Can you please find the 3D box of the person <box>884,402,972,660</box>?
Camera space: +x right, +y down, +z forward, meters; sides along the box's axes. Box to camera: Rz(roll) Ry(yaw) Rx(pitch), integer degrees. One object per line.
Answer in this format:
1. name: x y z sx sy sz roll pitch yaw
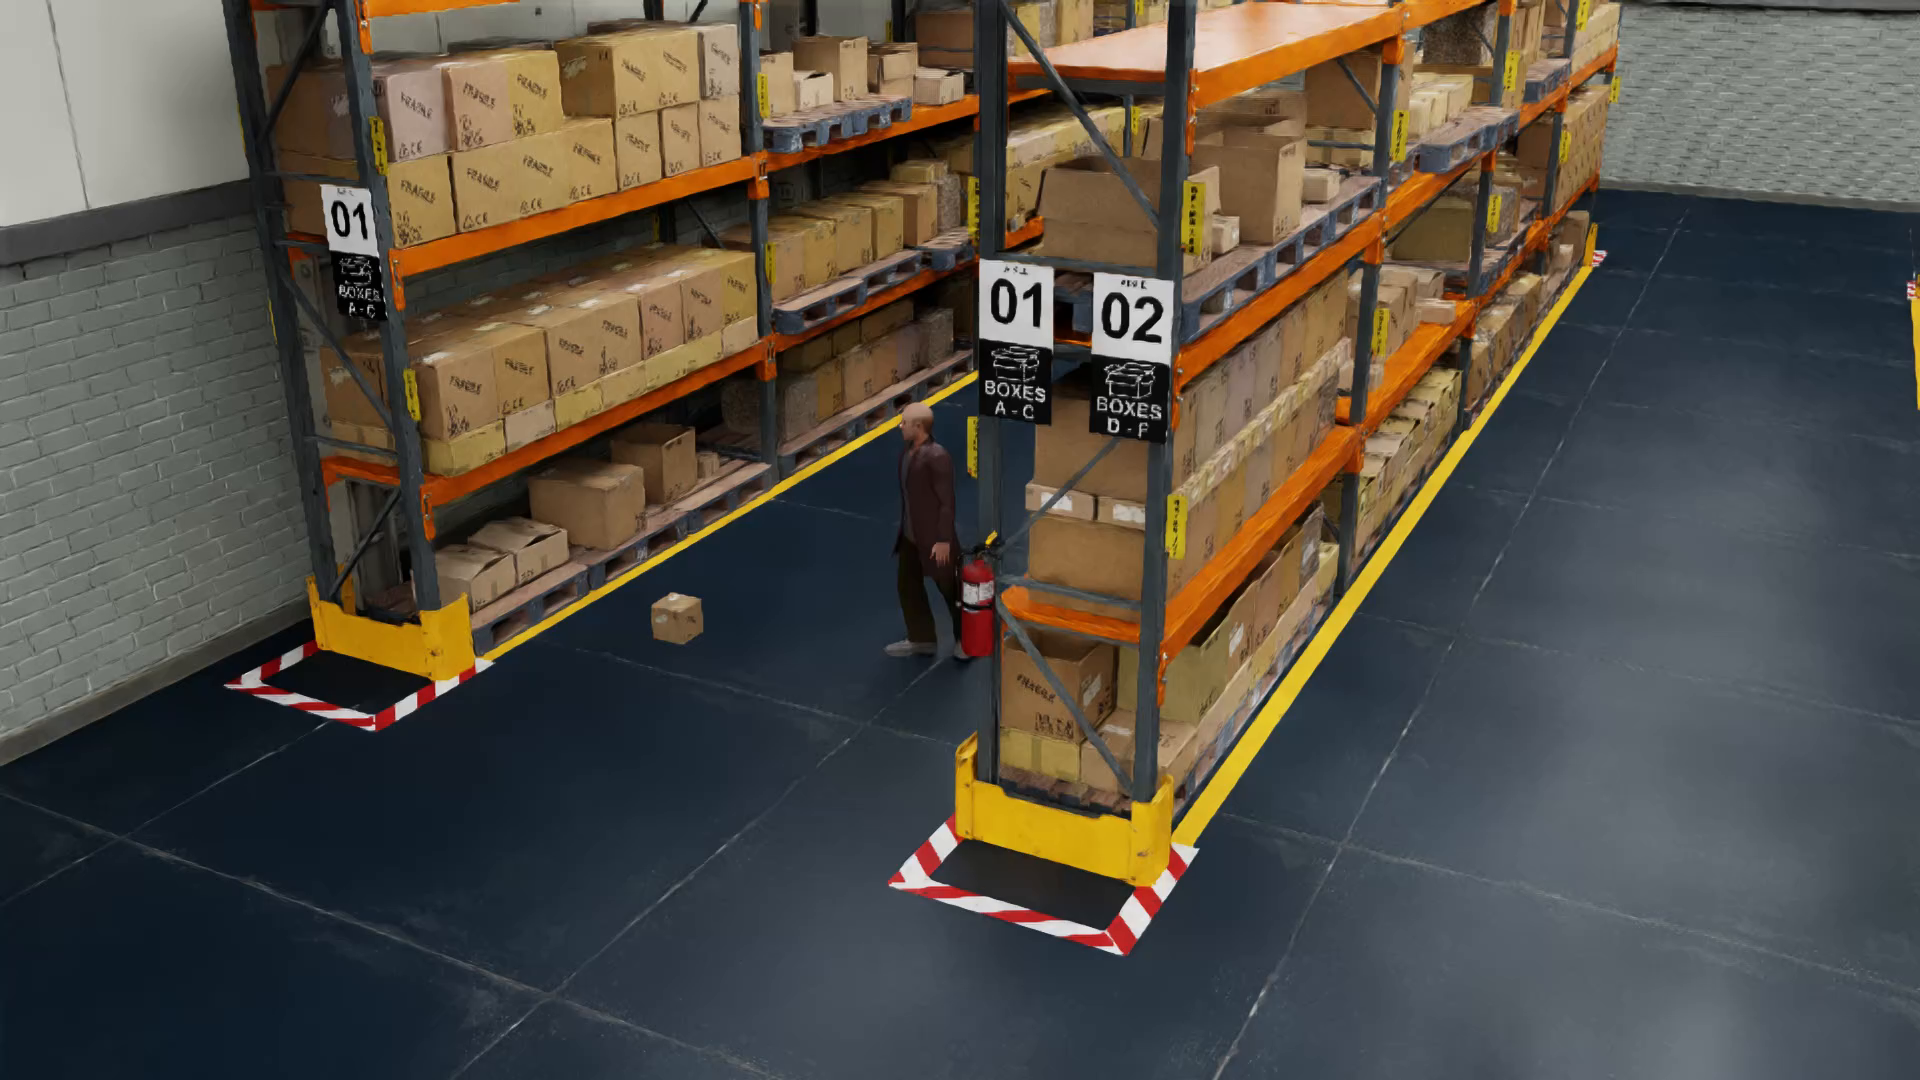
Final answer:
1. person: -0.167 -0.055 10.920 0.641 1.769 0.608 -12 25 -27
